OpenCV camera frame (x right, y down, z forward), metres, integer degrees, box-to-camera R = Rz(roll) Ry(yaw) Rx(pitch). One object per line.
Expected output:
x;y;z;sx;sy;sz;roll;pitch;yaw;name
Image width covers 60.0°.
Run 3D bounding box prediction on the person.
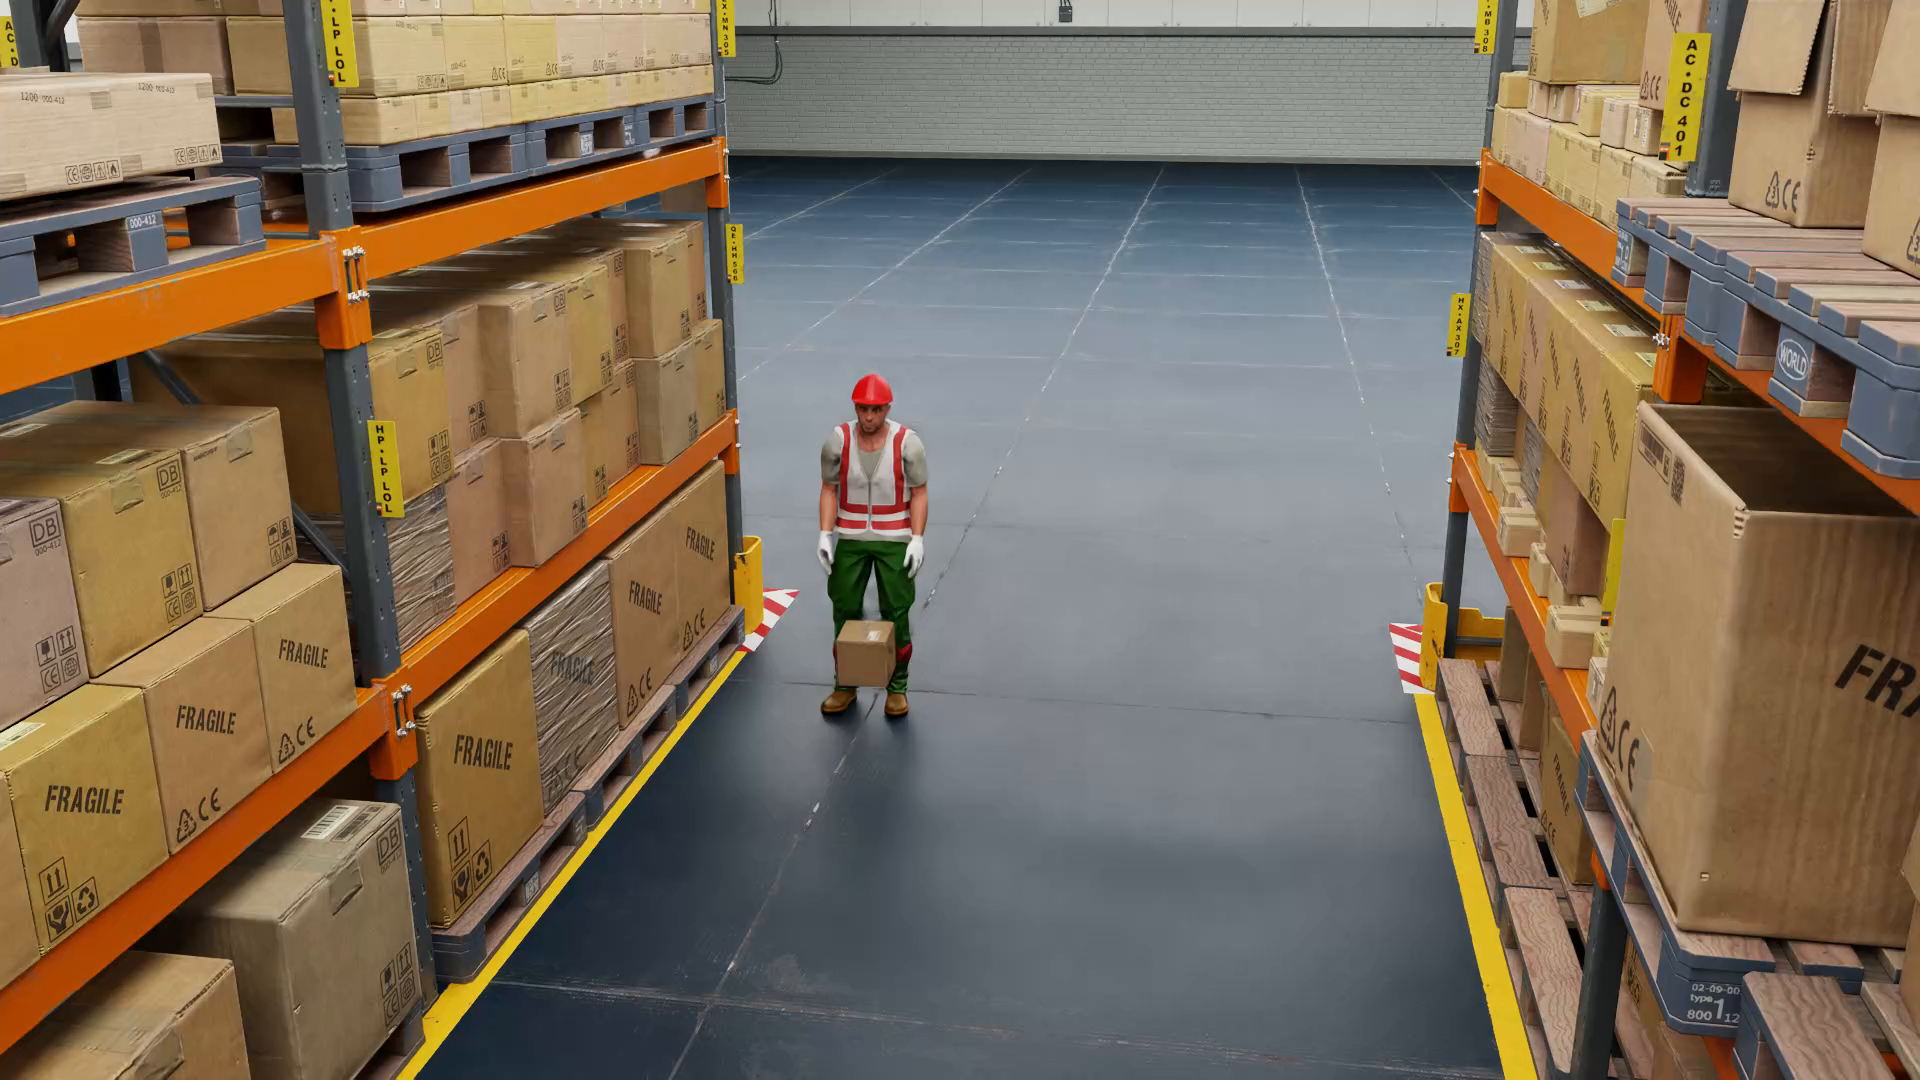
-0.433;0.024;8.453;0.612;1.778;0.451;2;18;6;person
